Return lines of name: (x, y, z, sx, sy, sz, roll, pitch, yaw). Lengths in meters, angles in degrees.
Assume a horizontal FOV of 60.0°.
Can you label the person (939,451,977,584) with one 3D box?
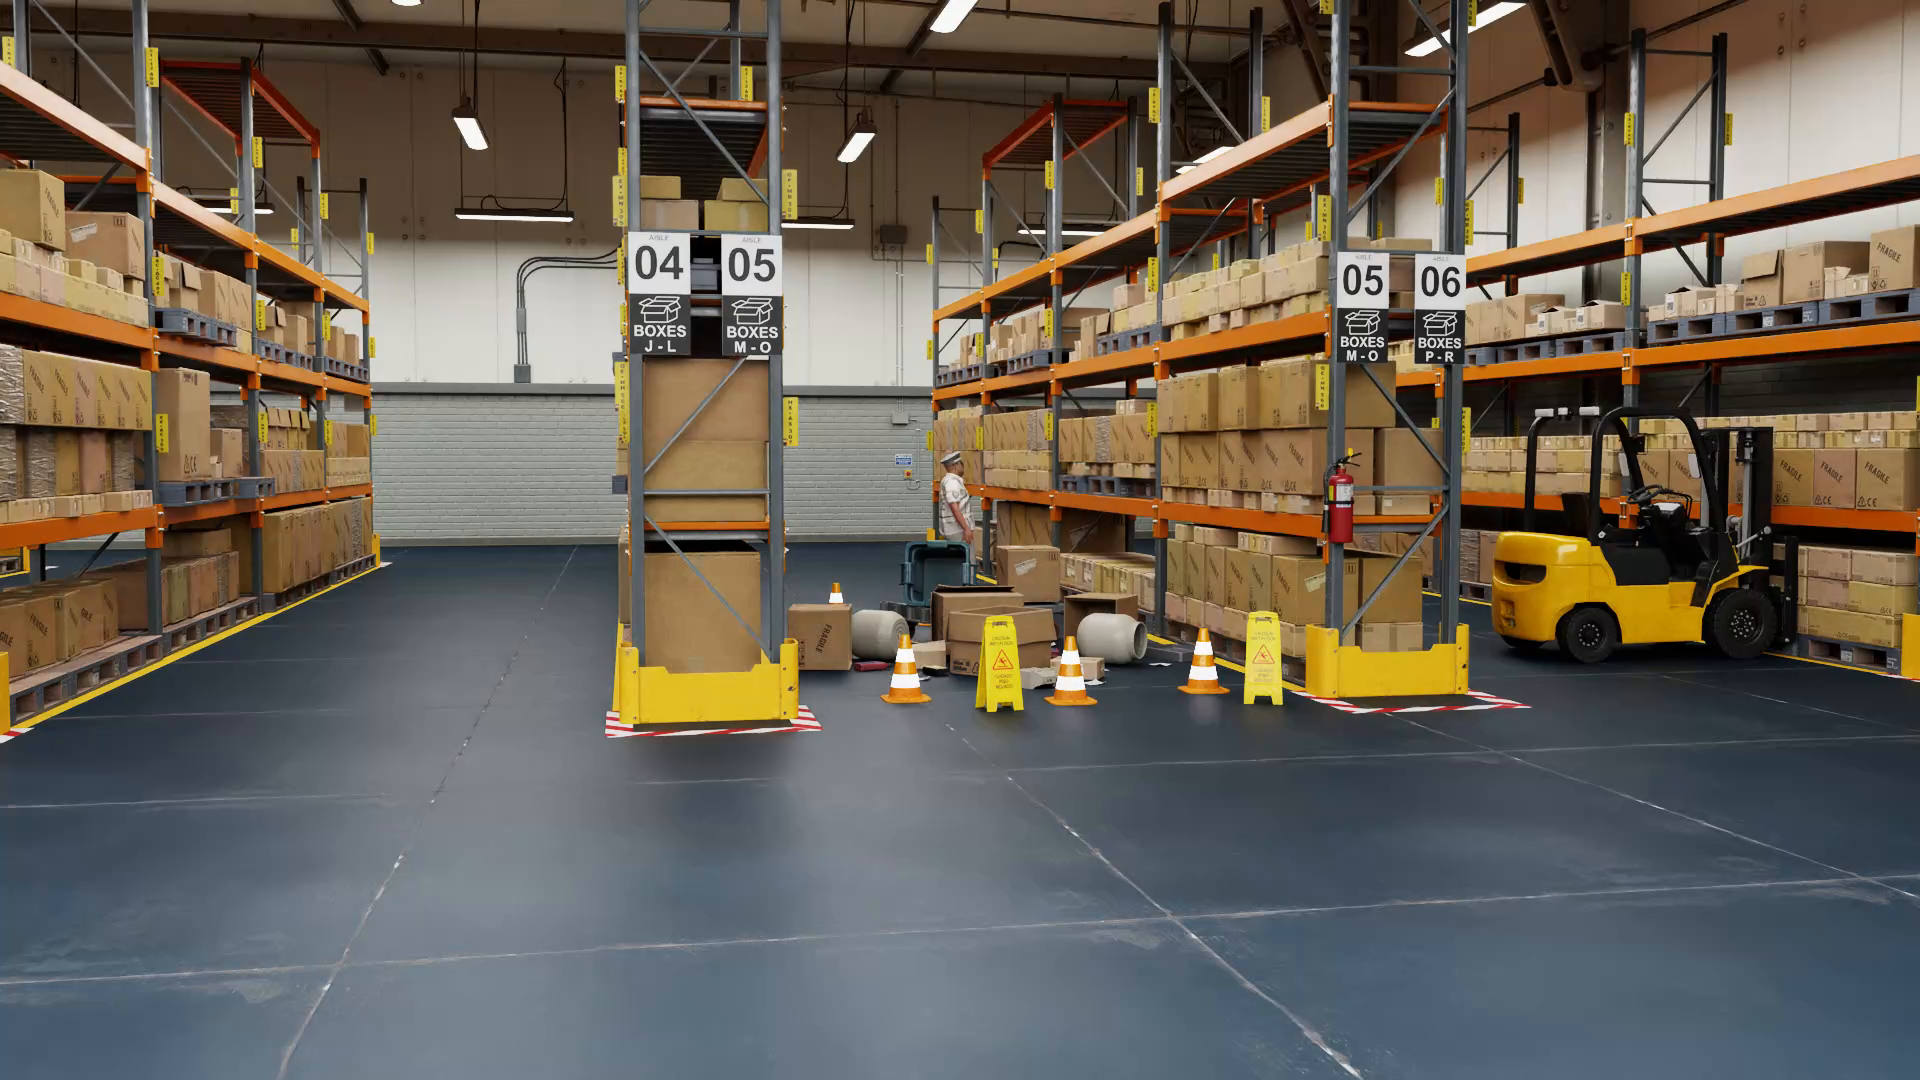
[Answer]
person: (0.062, -0.088, 18.291, 0.575, 1.779, 0.640, -1, 3, -11)
